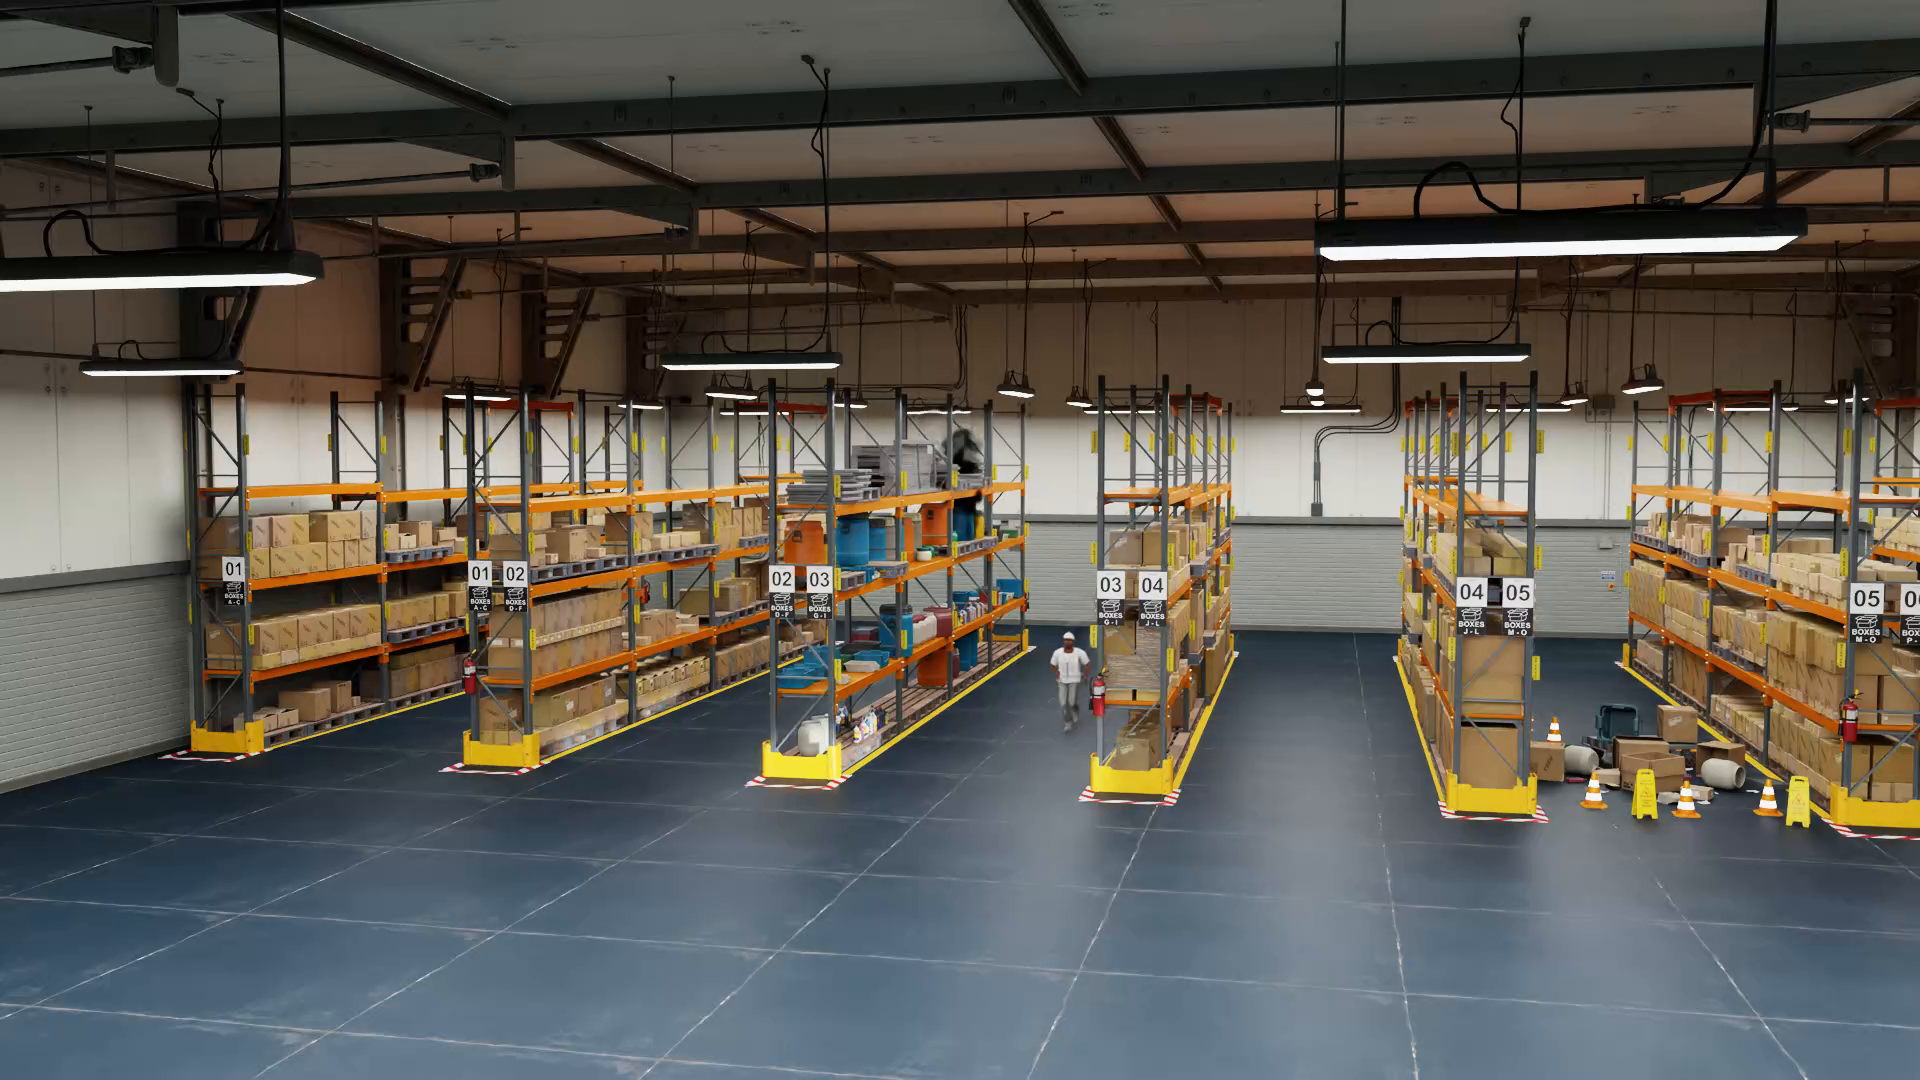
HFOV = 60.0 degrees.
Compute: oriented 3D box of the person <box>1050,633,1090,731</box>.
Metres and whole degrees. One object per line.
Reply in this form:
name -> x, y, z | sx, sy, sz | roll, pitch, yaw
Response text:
person -> 1.903, 2.480, 29.098 | 0.700, 1.723, 0.582 | 1, 3, 14
